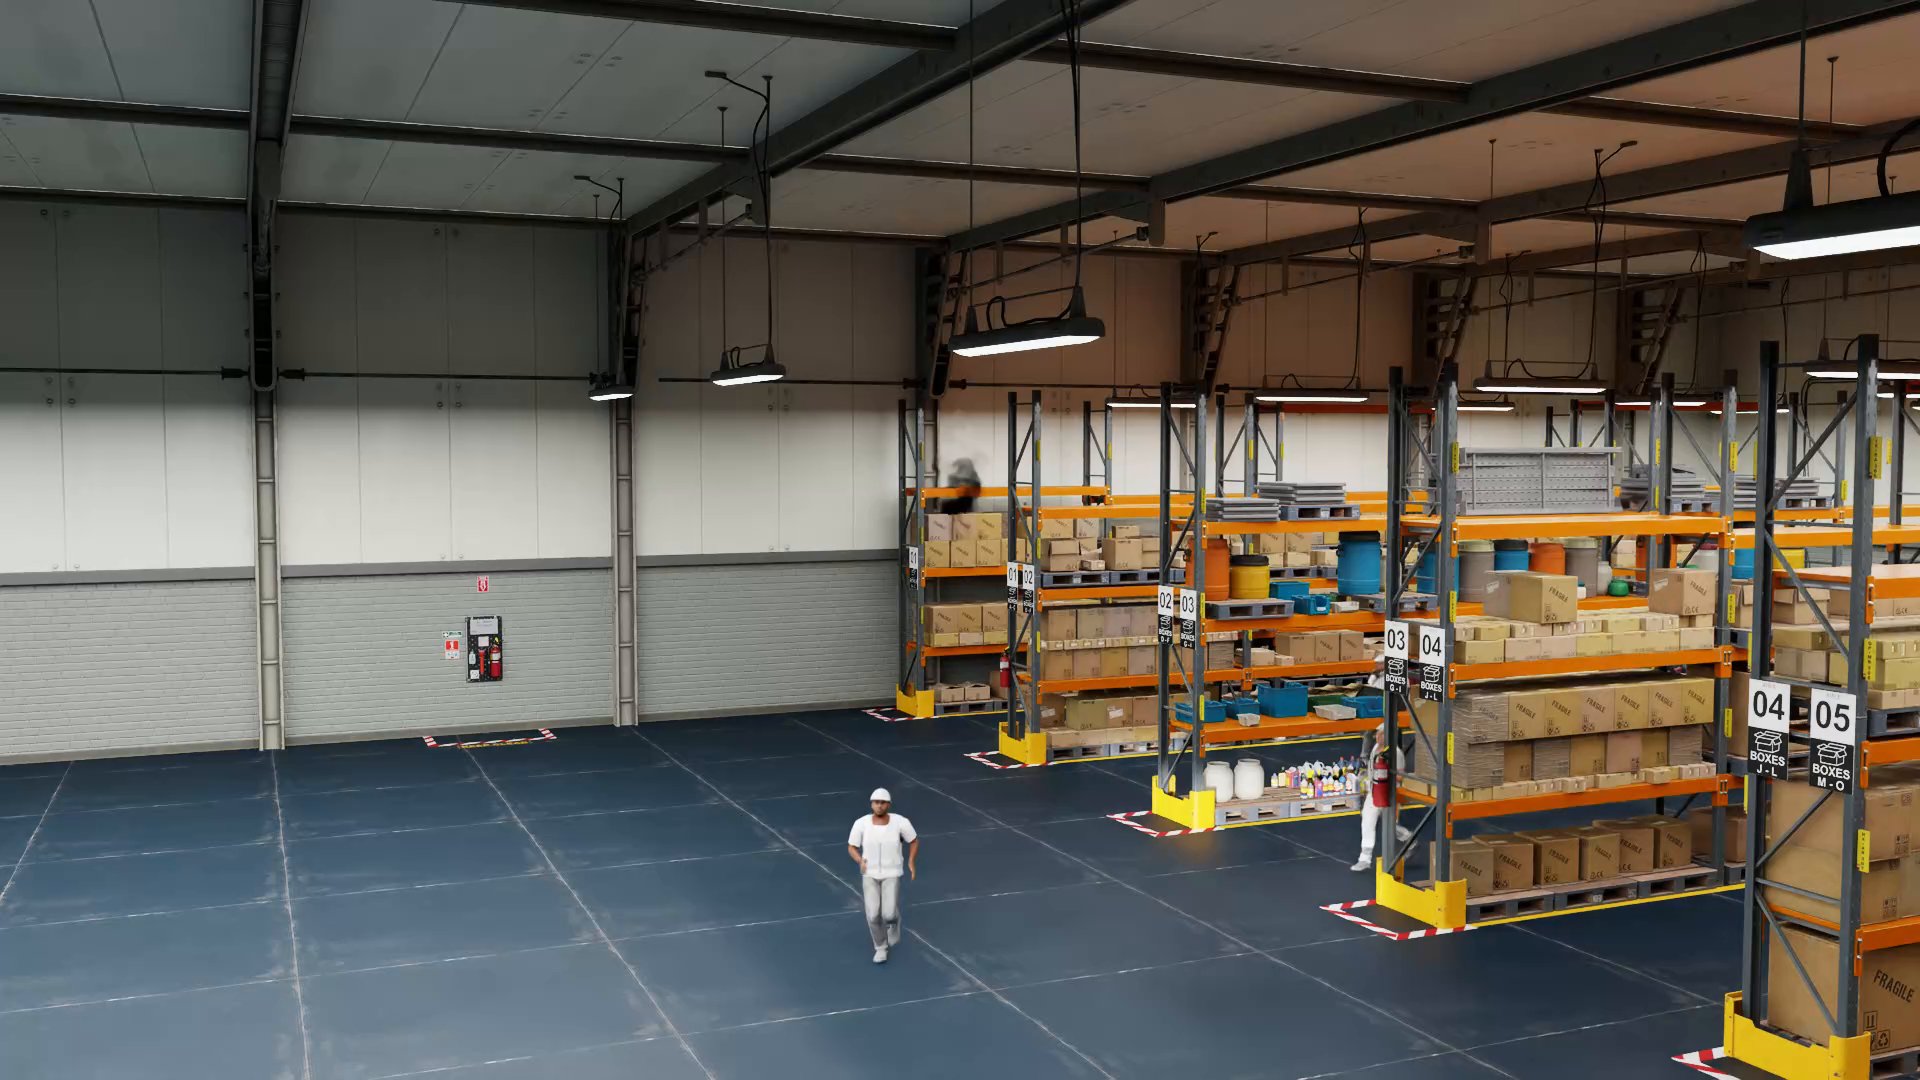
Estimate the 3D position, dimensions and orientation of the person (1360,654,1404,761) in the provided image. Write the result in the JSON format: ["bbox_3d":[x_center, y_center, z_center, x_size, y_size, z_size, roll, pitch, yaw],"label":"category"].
[{"bbox_3d":[6.696,2.700,26.537,0.969,1.758,0.656,-2,4,-36],"label":"person"}]

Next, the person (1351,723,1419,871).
[{"bbox_3d":[5.125,3.076,20.073,0.977,1.769,0.677,-2,4,-27],"label":"person"}]

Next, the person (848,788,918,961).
[{"bbox_3d":[-0.781,3.304,16.534,0.698,1.657,0.539,0,3,4],"label":"person"}]
